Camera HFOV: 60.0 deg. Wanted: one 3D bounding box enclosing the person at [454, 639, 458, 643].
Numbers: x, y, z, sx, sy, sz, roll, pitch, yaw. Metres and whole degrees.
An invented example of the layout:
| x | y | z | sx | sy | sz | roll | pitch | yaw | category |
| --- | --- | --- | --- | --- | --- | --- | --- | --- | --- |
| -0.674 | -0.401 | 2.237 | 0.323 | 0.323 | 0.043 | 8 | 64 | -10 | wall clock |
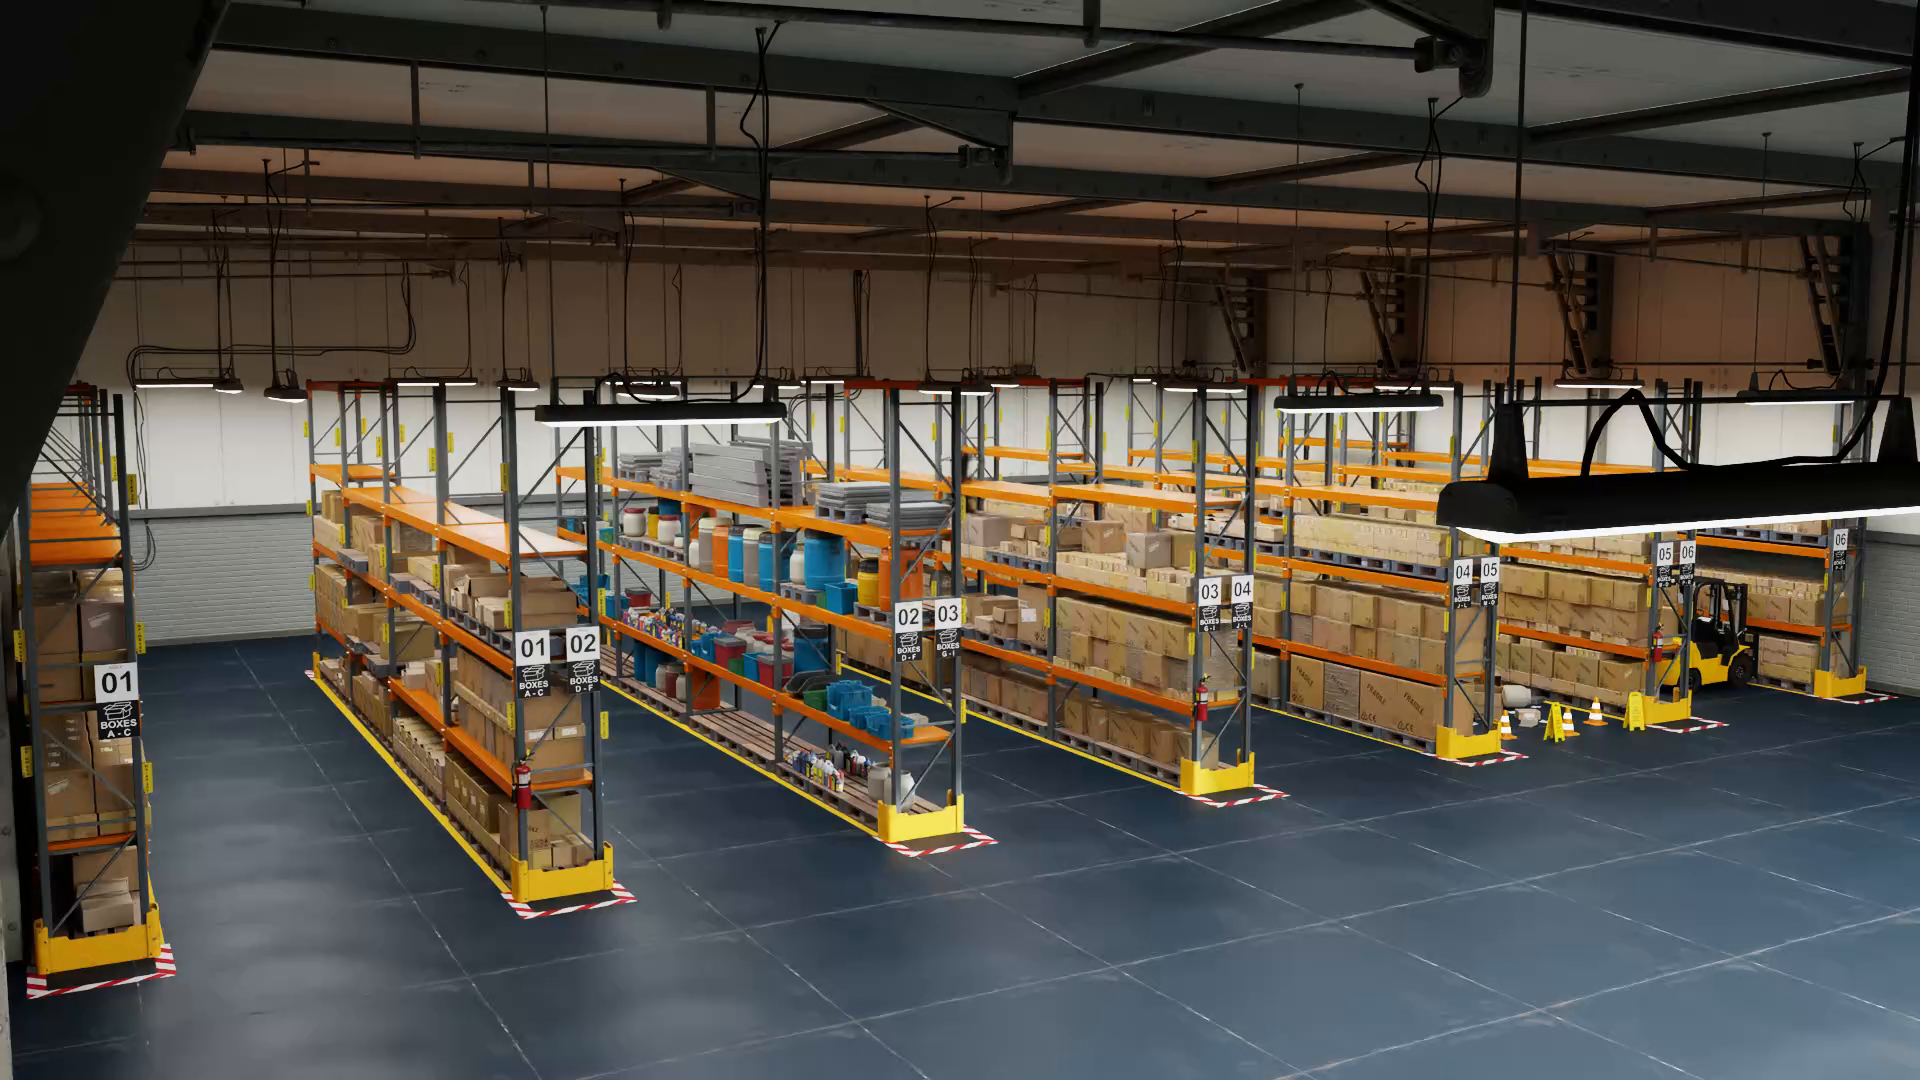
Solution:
| x | y | z | sx | sy | sz | roll | pitch | yaw | category |
| --- | --- | --- | --- | --- | --- | --- | --- | --- | --- |
| -11.078 | 1.591 | 37.521 | 1.055 | 1.495 | 0.630 | 0 | 6 | -3 | person |

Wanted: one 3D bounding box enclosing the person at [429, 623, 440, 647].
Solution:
| x | y | z | sx | sy | sz | roll | pitch | yaw | category |
| --- | --- | --- | --- | --- | --- | --- | --- | --- | --- |
| -10.756 | 1.812 | 34.164 | 0.966 | 1.735 | 0.662 | 6 | 8 | 43 | person |

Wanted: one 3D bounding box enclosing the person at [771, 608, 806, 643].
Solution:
| x | y | z | sx | sy | sz | roll | pitch | yaw | category |
| --- | --- | --- | --- | --- | --- | --- | --- | --- | --- |
| -3.456 | 1.814 | 34.220 | 0.691 | 1.721 | 0.639 | -4 | 7 | -33 | person |
